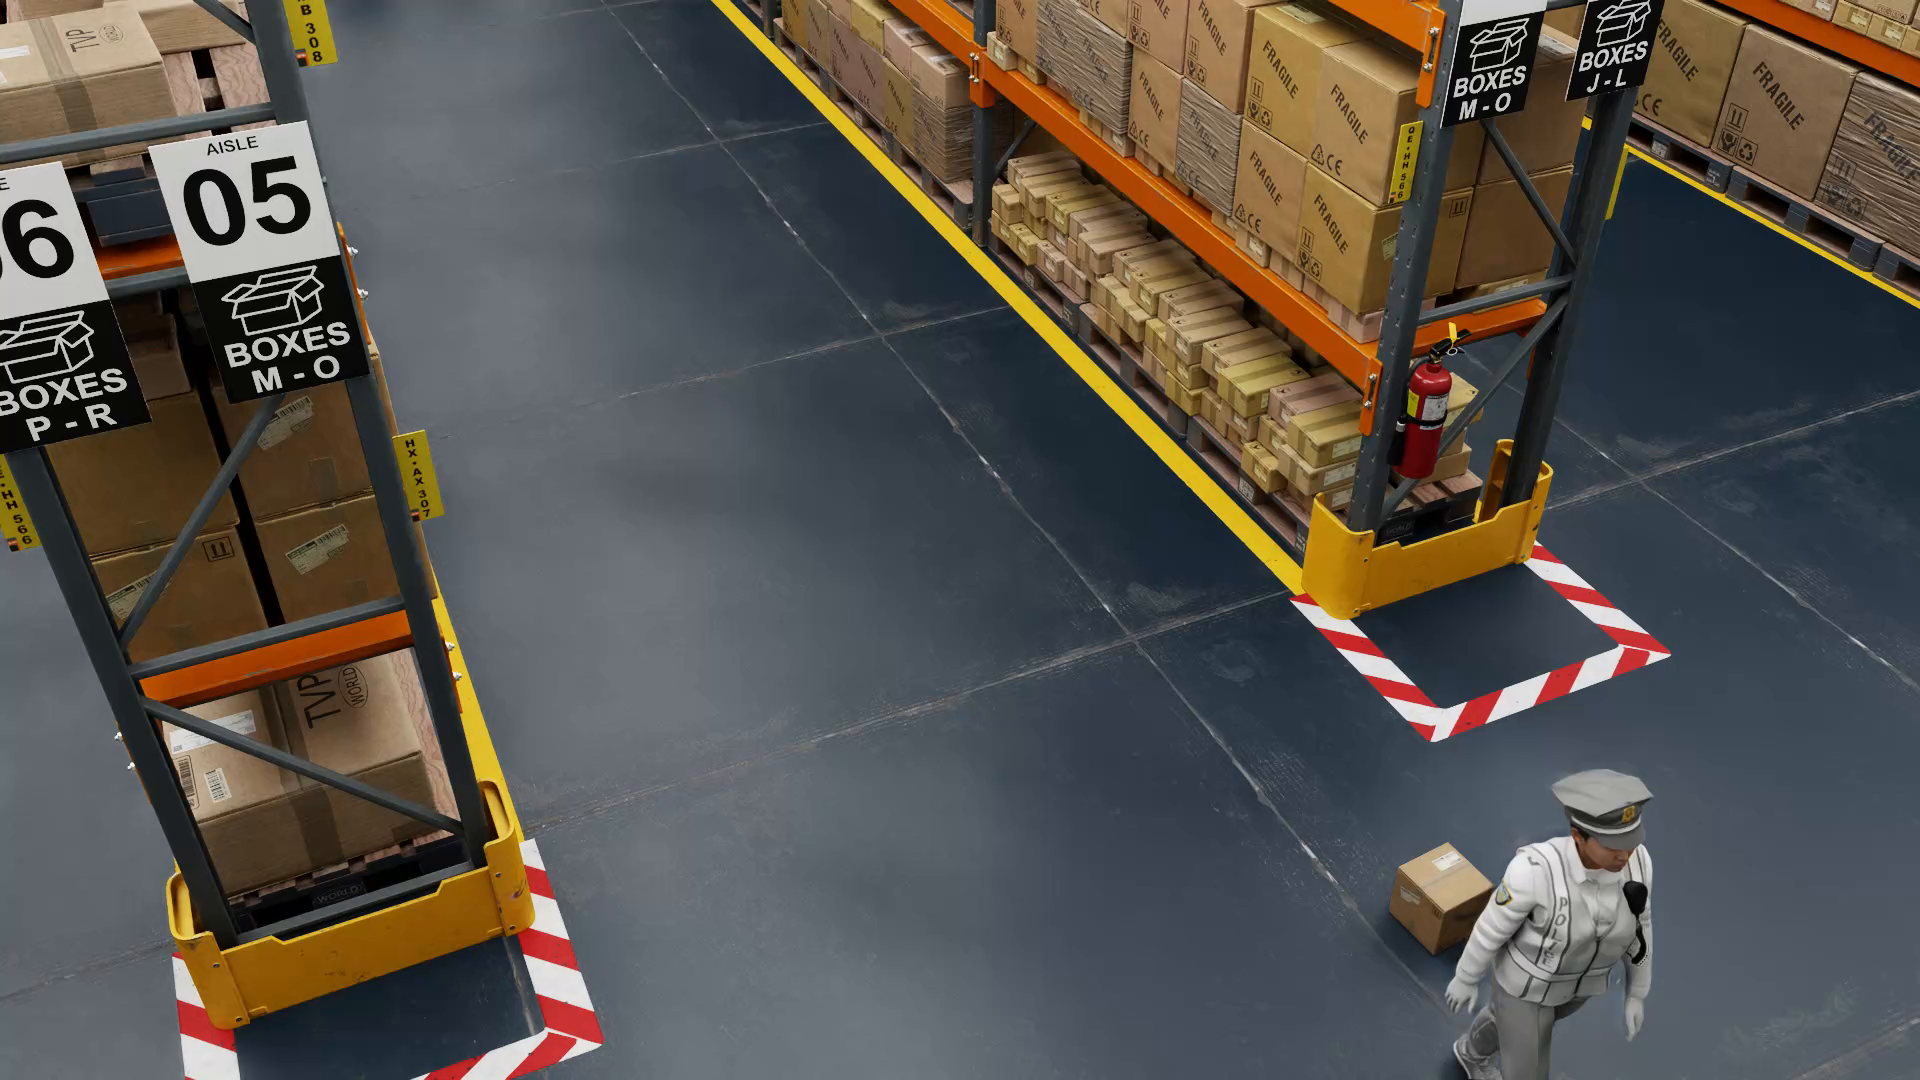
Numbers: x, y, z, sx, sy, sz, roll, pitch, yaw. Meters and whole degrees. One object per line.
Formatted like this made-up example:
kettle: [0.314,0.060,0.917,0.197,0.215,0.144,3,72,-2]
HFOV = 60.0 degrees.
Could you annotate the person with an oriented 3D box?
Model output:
person: [1.805,1.374,5.052,0.551,1.709,0.761,-10,39,-12]
